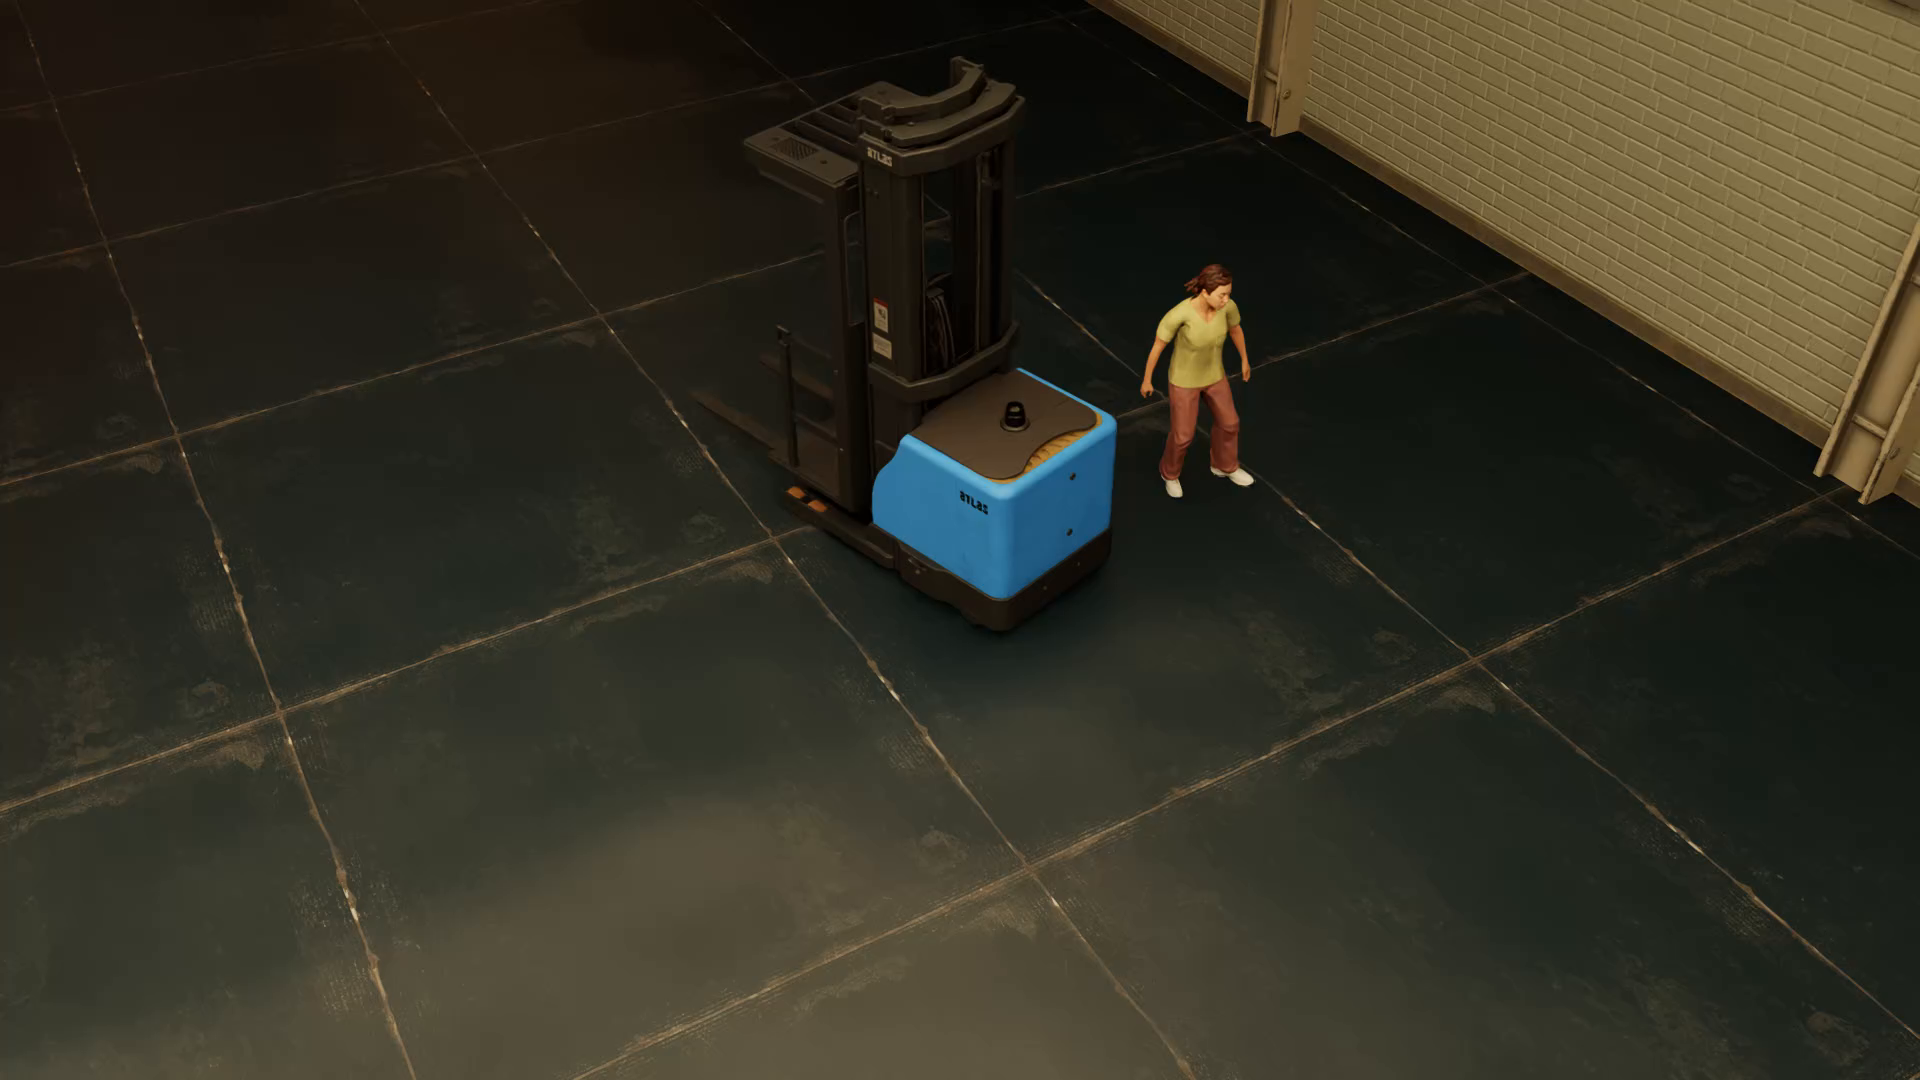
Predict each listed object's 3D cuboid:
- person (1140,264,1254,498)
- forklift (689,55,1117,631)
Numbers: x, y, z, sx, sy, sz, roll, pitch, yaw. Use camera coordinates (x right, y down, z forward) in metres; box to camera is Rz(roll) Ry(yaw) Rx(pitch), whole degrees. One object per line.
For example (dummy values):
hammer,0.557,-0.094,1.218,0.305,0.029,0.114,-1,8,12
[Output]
person,1.494,-0.996,10.248,0.759,1.648,0.366,-15,42,-17
forklift,-0.498,-1.427,9.757,3.031,2.935,1.130,31,49,32
